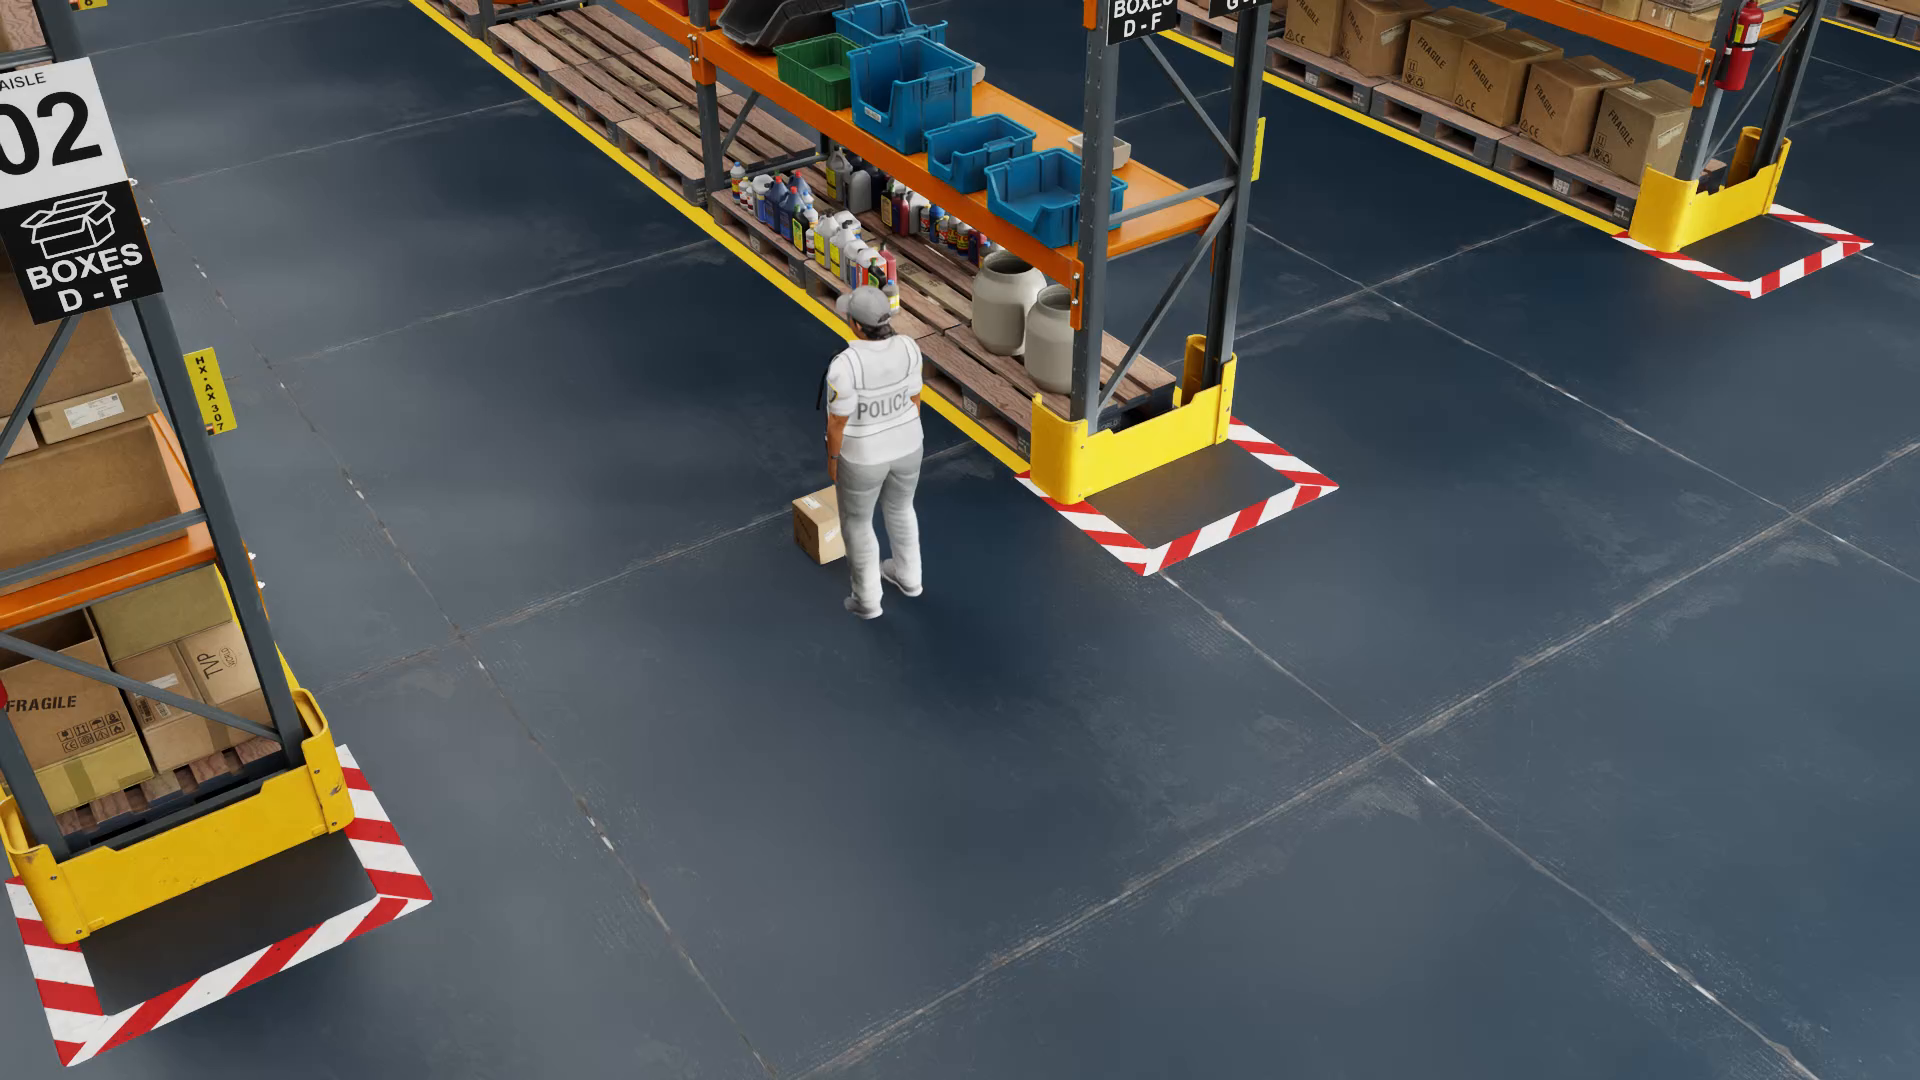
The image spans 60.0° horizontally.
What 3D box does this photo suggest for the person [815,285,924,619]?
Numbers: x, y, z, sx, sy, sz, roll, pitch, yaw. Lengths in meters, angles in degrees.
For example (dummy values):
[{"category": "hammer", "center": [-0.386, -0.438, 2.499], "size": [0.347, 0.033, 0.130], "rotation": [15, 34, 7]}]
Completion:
[{"category": "person", "center": [-0.399, -0.386, 7.568], "size": [0.468, 1.715, 0.389], "rotation": [-22, 42, -27]}]
